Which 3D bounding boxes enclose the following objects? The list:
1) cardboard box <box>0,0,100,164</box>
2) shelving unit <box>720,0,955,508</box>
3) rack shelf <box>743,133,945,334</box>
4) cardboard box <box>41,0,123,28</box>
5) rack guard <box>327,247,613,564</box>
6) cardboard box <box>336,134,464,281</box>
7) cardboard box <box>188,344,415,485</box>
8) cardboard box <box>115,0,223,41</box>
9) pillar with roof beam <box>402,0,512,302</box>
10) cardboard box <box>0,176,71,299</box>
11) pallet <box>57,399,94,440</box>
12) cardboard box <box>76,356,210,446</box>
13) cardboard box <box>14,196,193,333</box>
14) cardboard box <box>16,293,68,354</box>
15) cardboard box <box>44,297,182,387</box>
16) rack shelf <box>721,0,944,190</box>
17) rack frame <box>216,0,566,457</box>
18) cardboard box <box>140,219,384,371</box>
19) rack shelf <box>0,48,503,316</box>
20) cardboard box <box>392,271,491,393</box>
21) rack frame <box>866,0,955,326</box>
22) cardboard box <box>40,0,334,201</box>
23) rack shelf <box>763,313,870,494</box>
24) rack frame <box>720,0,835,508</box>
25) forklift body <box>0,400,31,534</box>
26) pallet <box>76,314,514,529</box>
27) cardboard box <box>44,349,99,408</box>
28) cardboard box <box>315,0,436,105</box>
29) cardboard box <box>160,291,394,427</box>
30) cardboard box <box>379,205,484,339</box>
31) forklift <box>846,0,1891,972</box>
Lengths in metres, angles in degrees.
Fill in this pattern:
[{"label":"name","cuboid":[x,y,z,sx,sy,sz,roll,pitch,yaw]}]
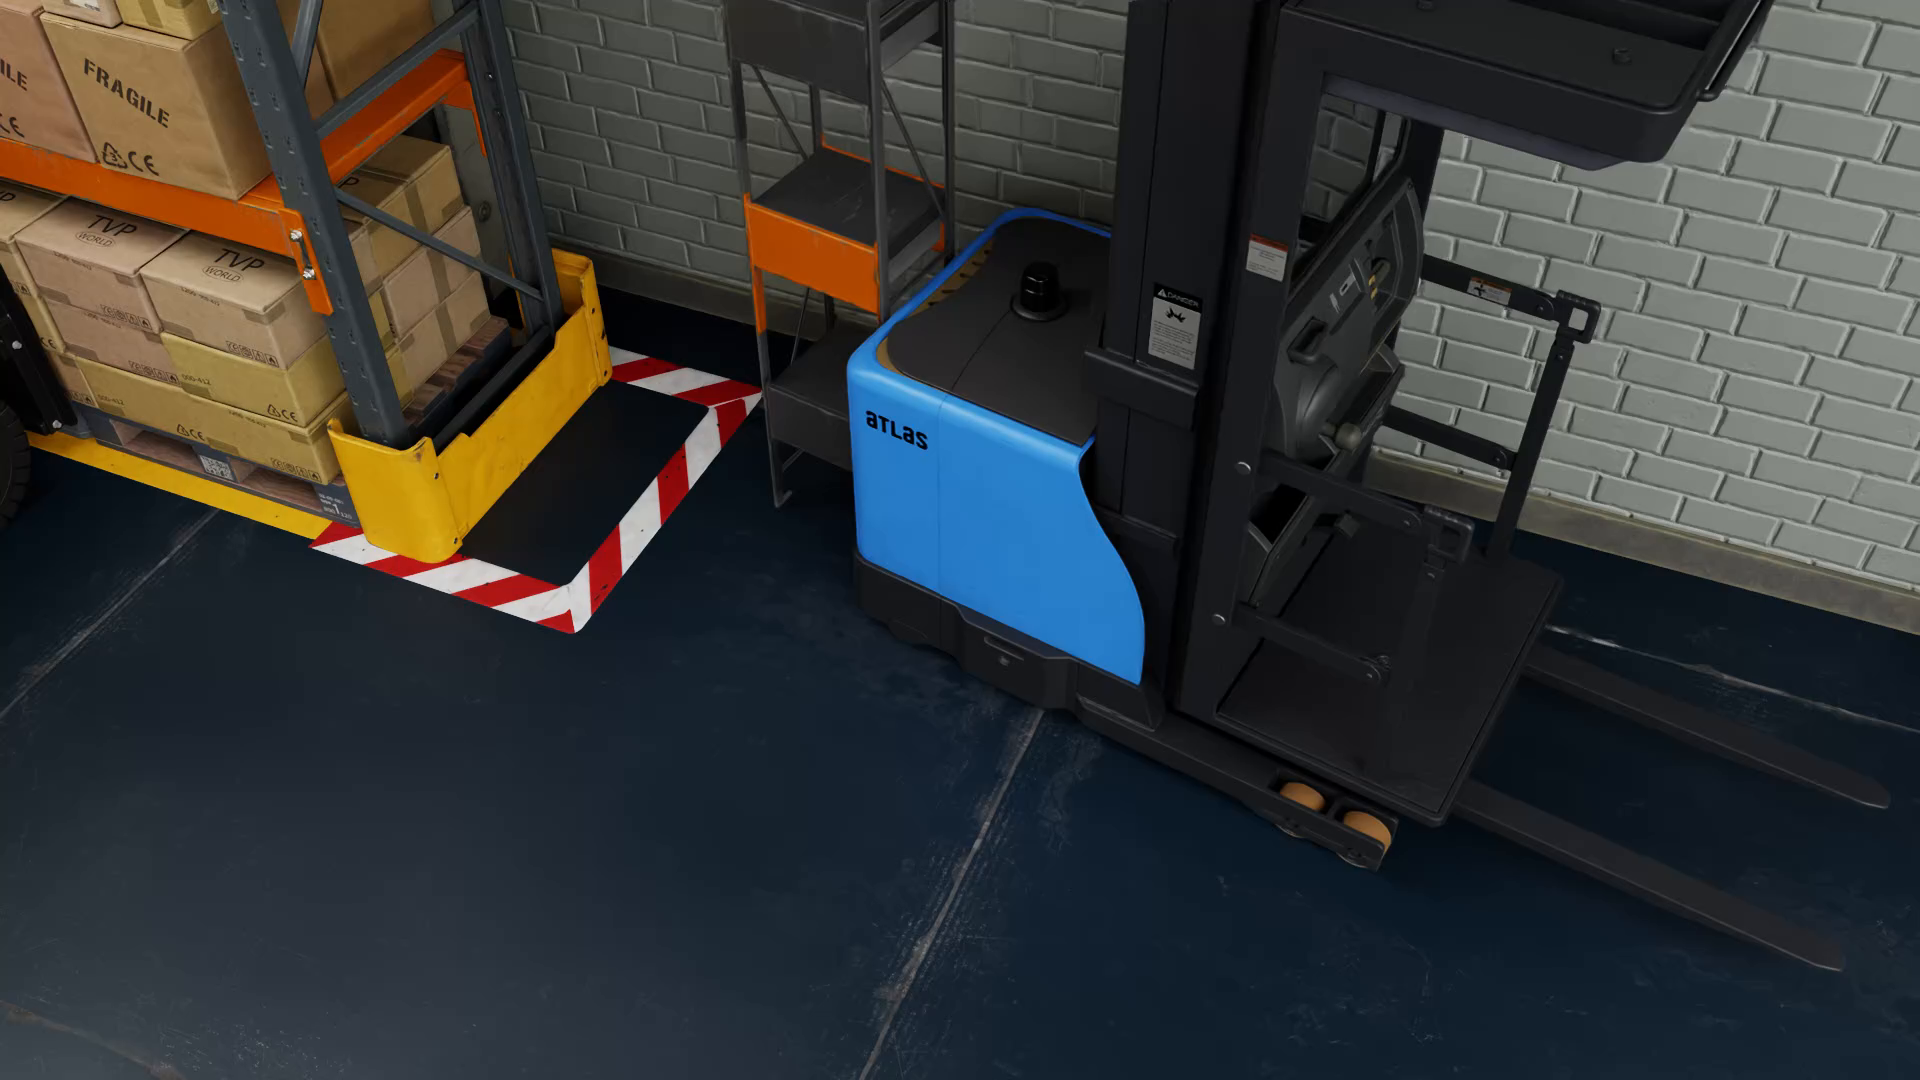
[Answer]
[{"label":"cardboard box","cuboid":[-2.751,-1.547,5.108,0.500,0.500,0.500,18,48,17]},{"label":"shelving unit","cuboid":[-0.334,-0.886,5.152,0.503,2.100,0.431,24,50,22]},{"label":"rack shelf","cuboid":[-0.334,-0.877,5.162,0.480,0.518,0.431,24,50,22]},{"label":"cardboard box","cuboid":[-2.396,-1.629,4.730,0.250,0.149,0.380,17,47,16]},{"label":"rack guard","cuboid":[-1.698,-0.510,5.908,0.348,0.500,1.175,16,47,16]},{"label":"cardboard box","cuboid":[-2.091,-1.185,5.757,0.500,0.250,0.500,16,47,15]},{"label":"cardboard box","cuboid":[-2.276,-0.498,5.776,0.500,0.250,0.500,17,47,16]},{"label":"cardboard box","cuboid":[-2.148,-1.579,4.680,0.250,0.149,0.380,17,47,16]},{"label":"pillar with roof beam","cuboid":[-3.674,-1.502,0.880,0.400,9.000,9.100,16,47,16]},{"label":"cardboard box","cuboid":[-3.209,-1.118,5.690,0.500,0.250,0.500,17,47,16]},{"label":"pallet","cuboid":[-3.564,-0.927,6.531,1.213,0.211,1.003,16,47,16]},{"label":"cardboard box","cuboid":[-2.731,-0.640,5.918,0.500,0.250,0.500,16,47,16]},{"label":"cardboard box","cuboid":[-2.739,-0.988,5.559,0.500,0.250,0.500,17,47,17]},{"label":"cardboard box","cuboid":[-3.233,-0.952,5.877,0.500,0.250,0.500,15,47,15]},{"label":"cardboard box","cuboid":[-2.749,-0.826,5.750,0.500,0.250,0.500,16,47,15]},{"label":"rack shelf","cuboid":[-0.334,-1.373,4.668,0.480,0.518,0.431,24,50,22]},{"label":"rack frame","cuboid":[-1.720,-1.402,5.033,0.127,3.000,1.000,16,47,16]},{"label":"cardboard box","cuboid":[-2.266,-0.853,5.423,0.500,0.250,0.500,18,48,17]},{"label":"rack shelf","cuboid":[-3.566,-1.690,5.832,4.000,0.370,1.077,16,47,16]},{"label":"cardboard box","cuboid":[-2.099,-0.837,6.116,0.500,0.250,0.500,17,47,16]},{"label":"rack frame","cuboid":[-0.127,-0.795,5.060,0.015,2.100,0.400,24,50,22]},{"label":"cardboard box","cuboid":[-2.276,-1.400,4.960,0.500,0.500,0.500,15,47,15]},{"label":"rack shelf","cuboid":[-0.334,-0.381,5.656,0.480,0.518,0.431,24,50,22]},{"label":"rack frame","cuboid":[-0.541,-0.978,5.244,0.015,2.100,0.400,24,50,22]},{"label":"forklift body","cuboid":[-4.173,-0.429,4.656,1.214,2.155,2.313,16,47,16]},{"label":"pallet","cuboid":[-2.442,-0.594,6.197,1.213,0.211,1.003,16,47,16]},{"label":"cardboard box","cuboid":[-3.189,-0.781,6.060,0.500,0.250,0.500,17,47,16]},{"label":"cardboard box","cuboid":[-2.071,-1.753,5.314,0.500,0.500,0.500,18,48,17]},{"label":"cardboard box","cuboid":[-2.290,-0.682,5.606,0.500,0.250,0.500,16,47,15]},{"label":"cardboard box","cuboid":[-2.074,-1.017,5.942,0.500,0.250,0.500,17,47,17]},{"label":"forklift","cuboid":[1.179,-0.528,4.202,3.031,2.935,1.130,24,50,22]}]
